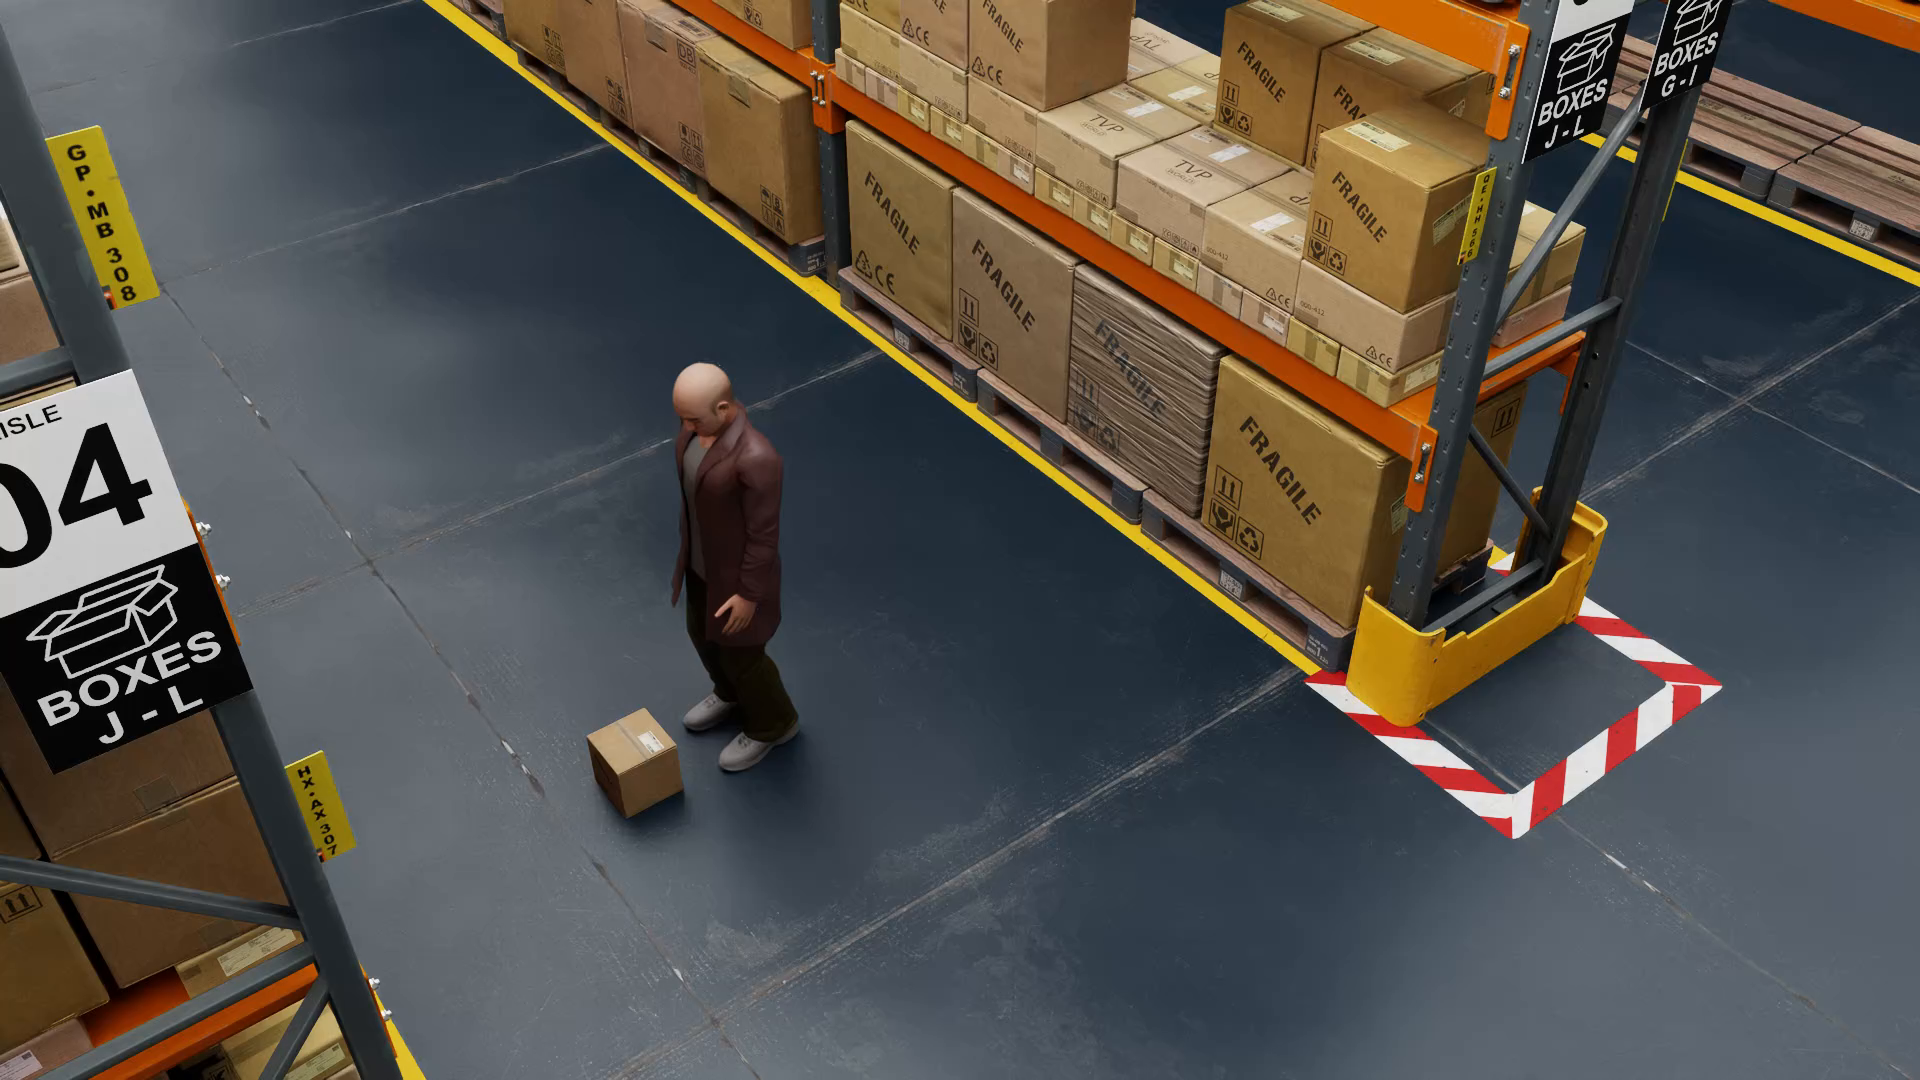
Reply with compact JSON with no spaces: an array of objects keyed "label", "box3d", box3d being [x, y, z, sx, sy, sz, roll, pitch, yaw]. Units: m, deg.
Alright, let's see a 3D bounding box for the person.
[{"label":"person","box3d":[-0.852,0.099,6.068,0.382,1.761,0.569,-25,46,-27]}]
